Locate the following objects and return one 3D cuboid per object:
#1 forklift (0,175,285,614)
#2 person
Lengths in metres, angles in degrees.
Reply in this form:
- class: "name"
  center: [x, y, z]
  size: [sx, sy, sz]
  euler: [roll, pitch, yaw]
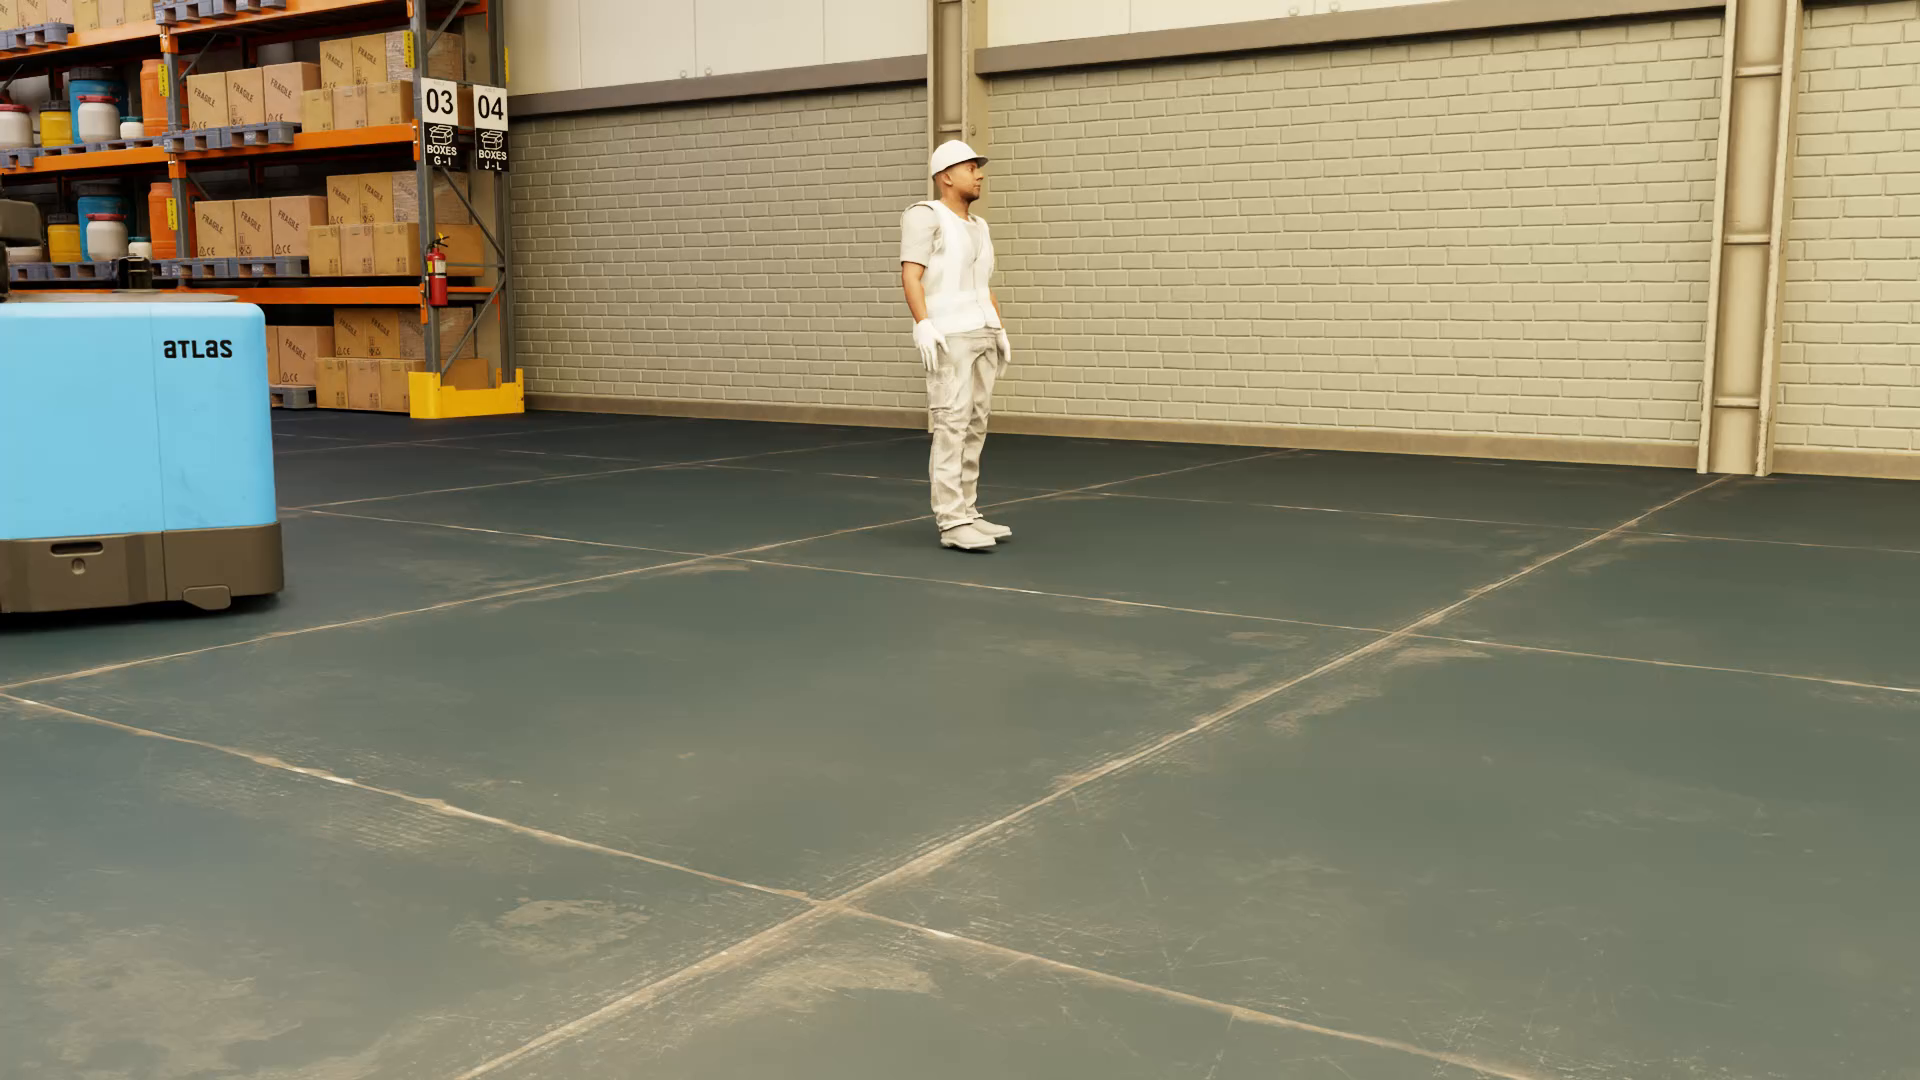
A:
- class: "forklift"
  center: [-13.148, -2.235, 12.911]
  size: [12.463, 2.935, 23.089]
  euler: [-4, 9, -27]
- class: "person"
  center: [0.063, -0.883, 7.425]
  size: [0.557, 1.785, 0.657]
  euler: [5, 10, 34]
